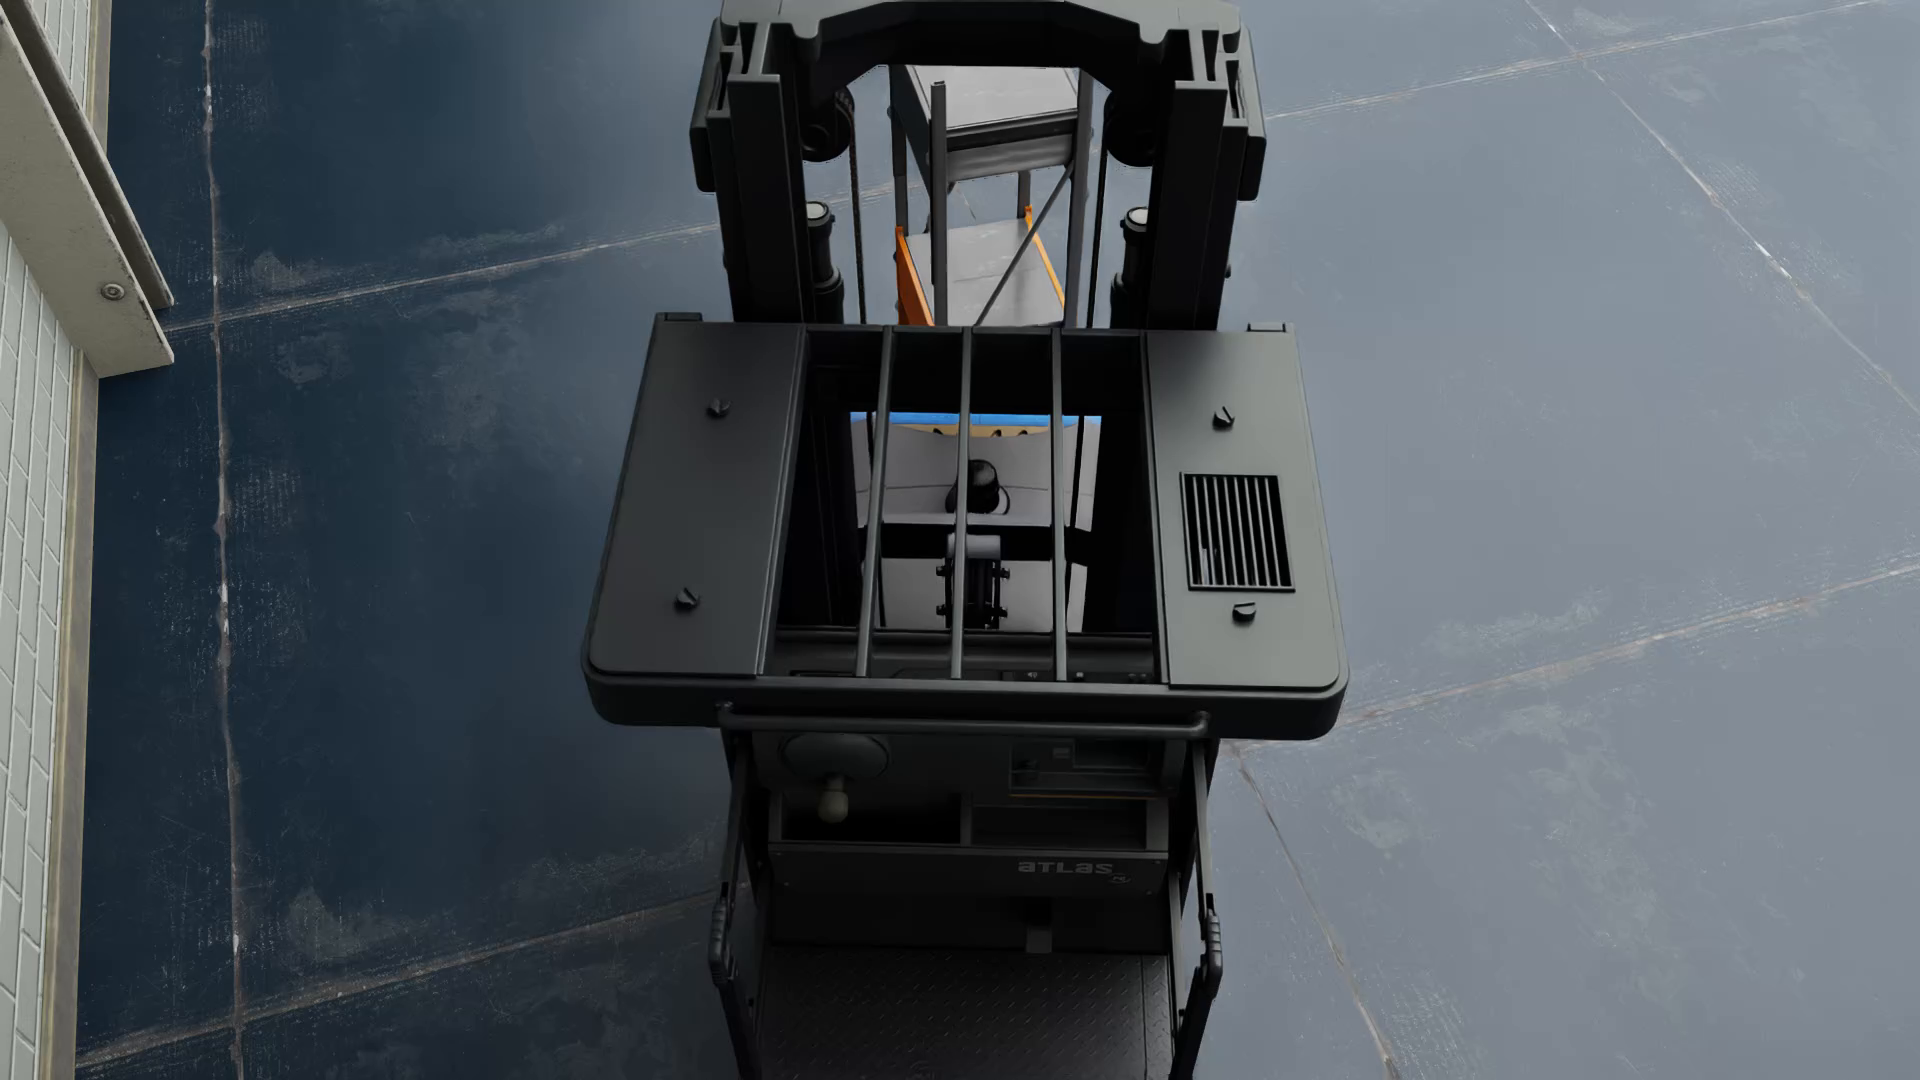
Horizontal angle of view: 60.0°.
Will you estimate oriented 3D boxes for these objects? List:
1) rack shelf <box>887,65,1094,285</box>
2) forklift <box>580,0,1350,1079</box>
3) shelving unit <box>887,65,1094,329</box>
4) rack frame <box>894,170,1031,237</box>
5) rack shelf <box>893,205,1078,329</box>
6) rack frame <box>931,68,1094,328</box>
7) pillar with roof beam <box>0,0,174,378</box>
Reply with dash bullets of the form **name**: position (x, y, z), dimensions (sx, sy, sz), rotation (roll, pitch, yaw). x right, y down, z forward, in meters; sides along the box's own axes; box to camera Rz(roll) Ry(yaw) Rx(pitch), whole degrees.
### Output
- **rack shelf**: position (0.068, -1.055, 4.368), dimensions (0.431, 0.518, 0.480), rotation (-11, 51, -9)
- **forklift**: position (0.016, 0.519, 3.396), dimensions (1.130, 2.935, 3.031), rotation (1, 50, 1)
- **shelving unit**: position (0.068, -0.613, 4.893), dimensions (0.431, 2.100, 0.503), rotation (-11, 51, -9)
- **rack frame**: position (0.010, -0.794, 5.046), dimensions (0.400, 2.100, 0.015), rotation (-11, 51, -9)
- **rack shelf**: position (0.068, -0.604, 4.903), dimensions (0.431, 0.518, 0.480), rotation (-11, 51, -9)
- **rack frame**: position (0.127, -0.431, 4.740), dimensions (0.400, 2.100, 0.015), rotation (-11, 51, -9)
- **pillar with roof beam**: position (0.920, -4.654, 3.788), dimensions (9.100, 9.000, 0.400), rotation (-13, 51, -11)
